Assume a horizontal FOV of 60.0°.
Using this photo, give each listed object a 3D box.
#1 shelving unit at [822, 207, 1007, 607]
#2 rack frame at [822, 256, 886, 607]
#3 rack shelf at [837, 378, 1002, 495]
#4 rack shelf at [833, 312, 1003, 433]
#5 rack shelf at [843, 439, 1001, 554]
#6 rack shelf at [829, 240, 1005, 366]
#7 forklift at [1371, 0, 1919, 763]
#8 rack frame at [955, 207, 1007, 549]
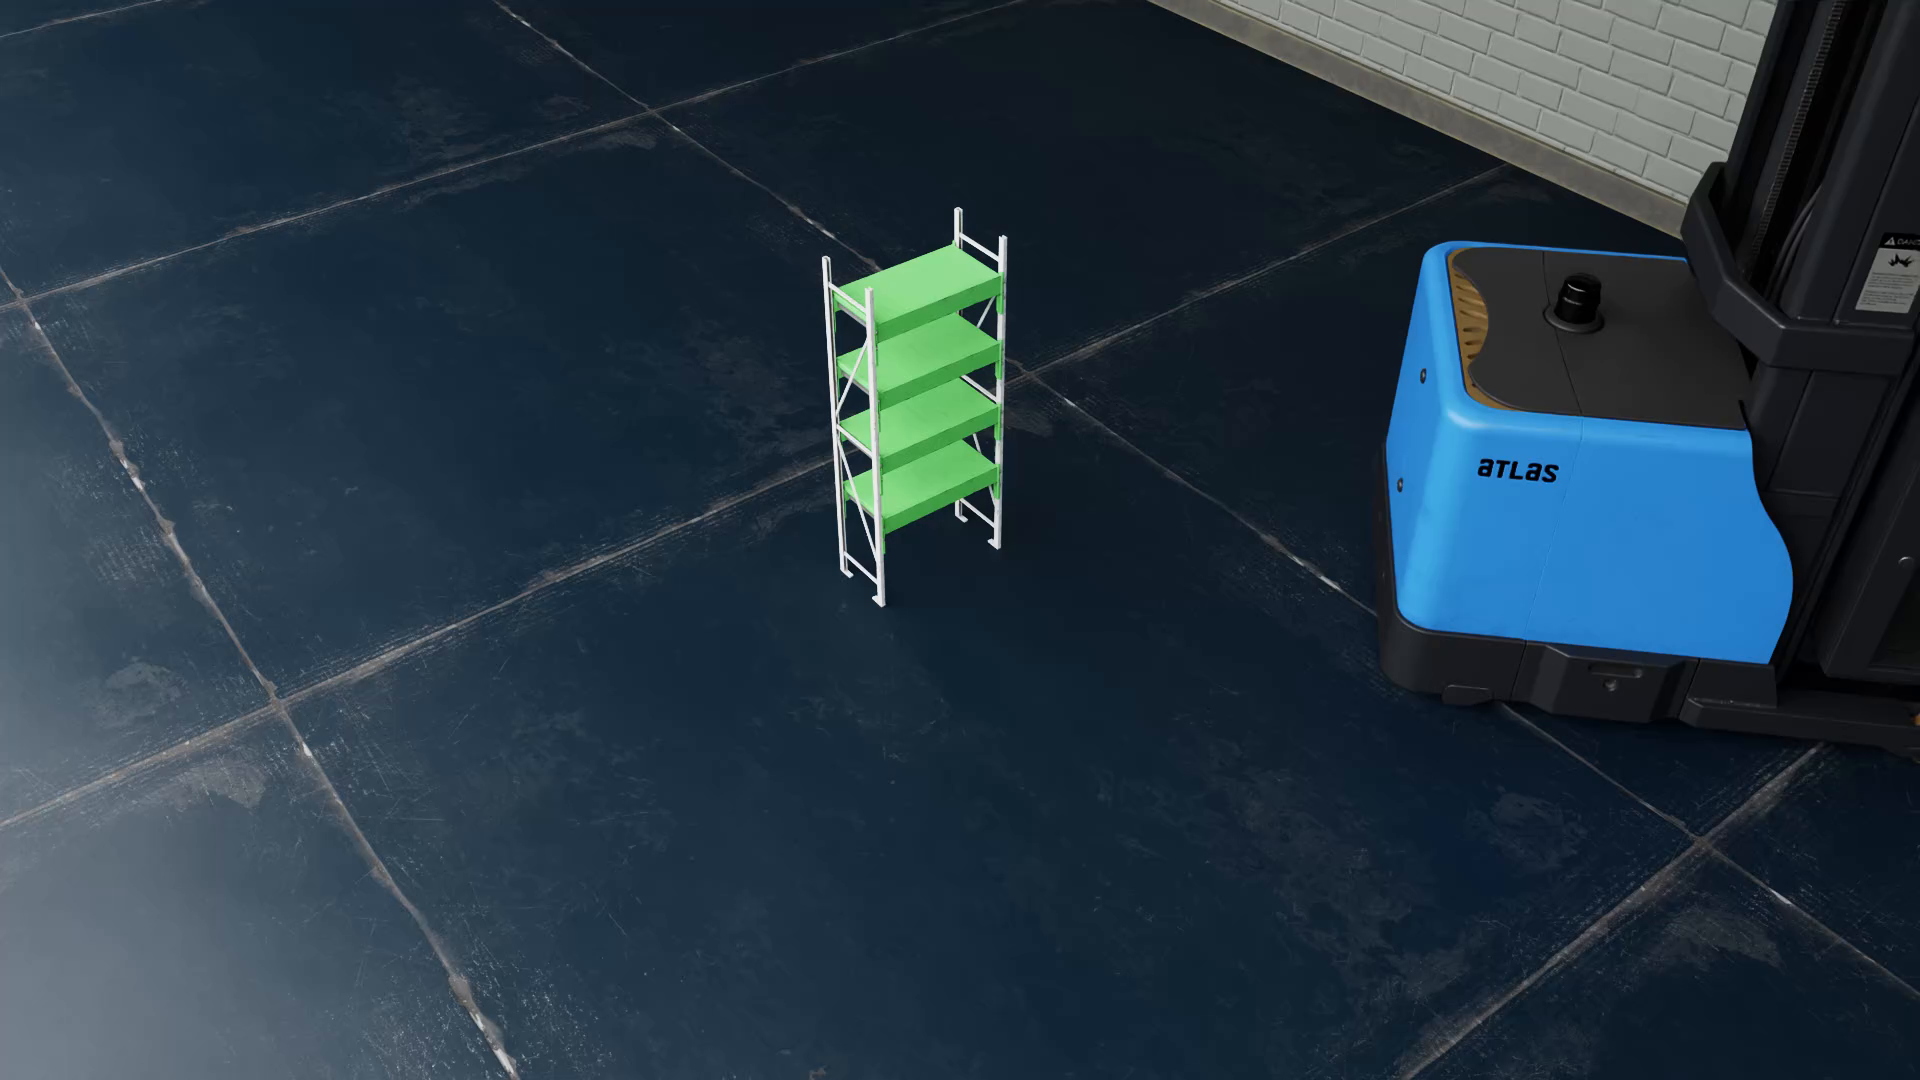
[{"bbox_3d":[-0.131,-0.400,5.291,0.503,1.200,0.258,-26,46,-28],"label":"shelving unit"},{"bbox_3d":[-0.325,-0.306,5.177,0.015,1.200,0.240,-26,46,-28],"label":"rack frame"},{"bbox_3d":[-0.131,-0.351,5.332,0.480,0.148,0.258,-26,46,-28],"label":"rack shelf"},{"bbox_3d":[-0.131,-0.536,5.180,0.480,0.148,0.258,-26,46,-28],"label":"rack shelf"},{"bbox_3d":[-0.131,-0.165,5.484,0.480,0.148,0.258,-26,46,-28],"label":"rack shelf"},{"bbox_3d":[-0.131,-0.722,5.028,0.480,0.148,0.258,-26,46,-28],"label":"rack shelf"},{"bbox_3d":[2.869,-0.808,4.424,3.031,2.935,1.130,6,40,7],"label":"forklift"},{"bbox_3d":[0.062,-0.494,5.406,0.015,1.200,0.240,-26,46,-28],"label":"rack frame"}]
